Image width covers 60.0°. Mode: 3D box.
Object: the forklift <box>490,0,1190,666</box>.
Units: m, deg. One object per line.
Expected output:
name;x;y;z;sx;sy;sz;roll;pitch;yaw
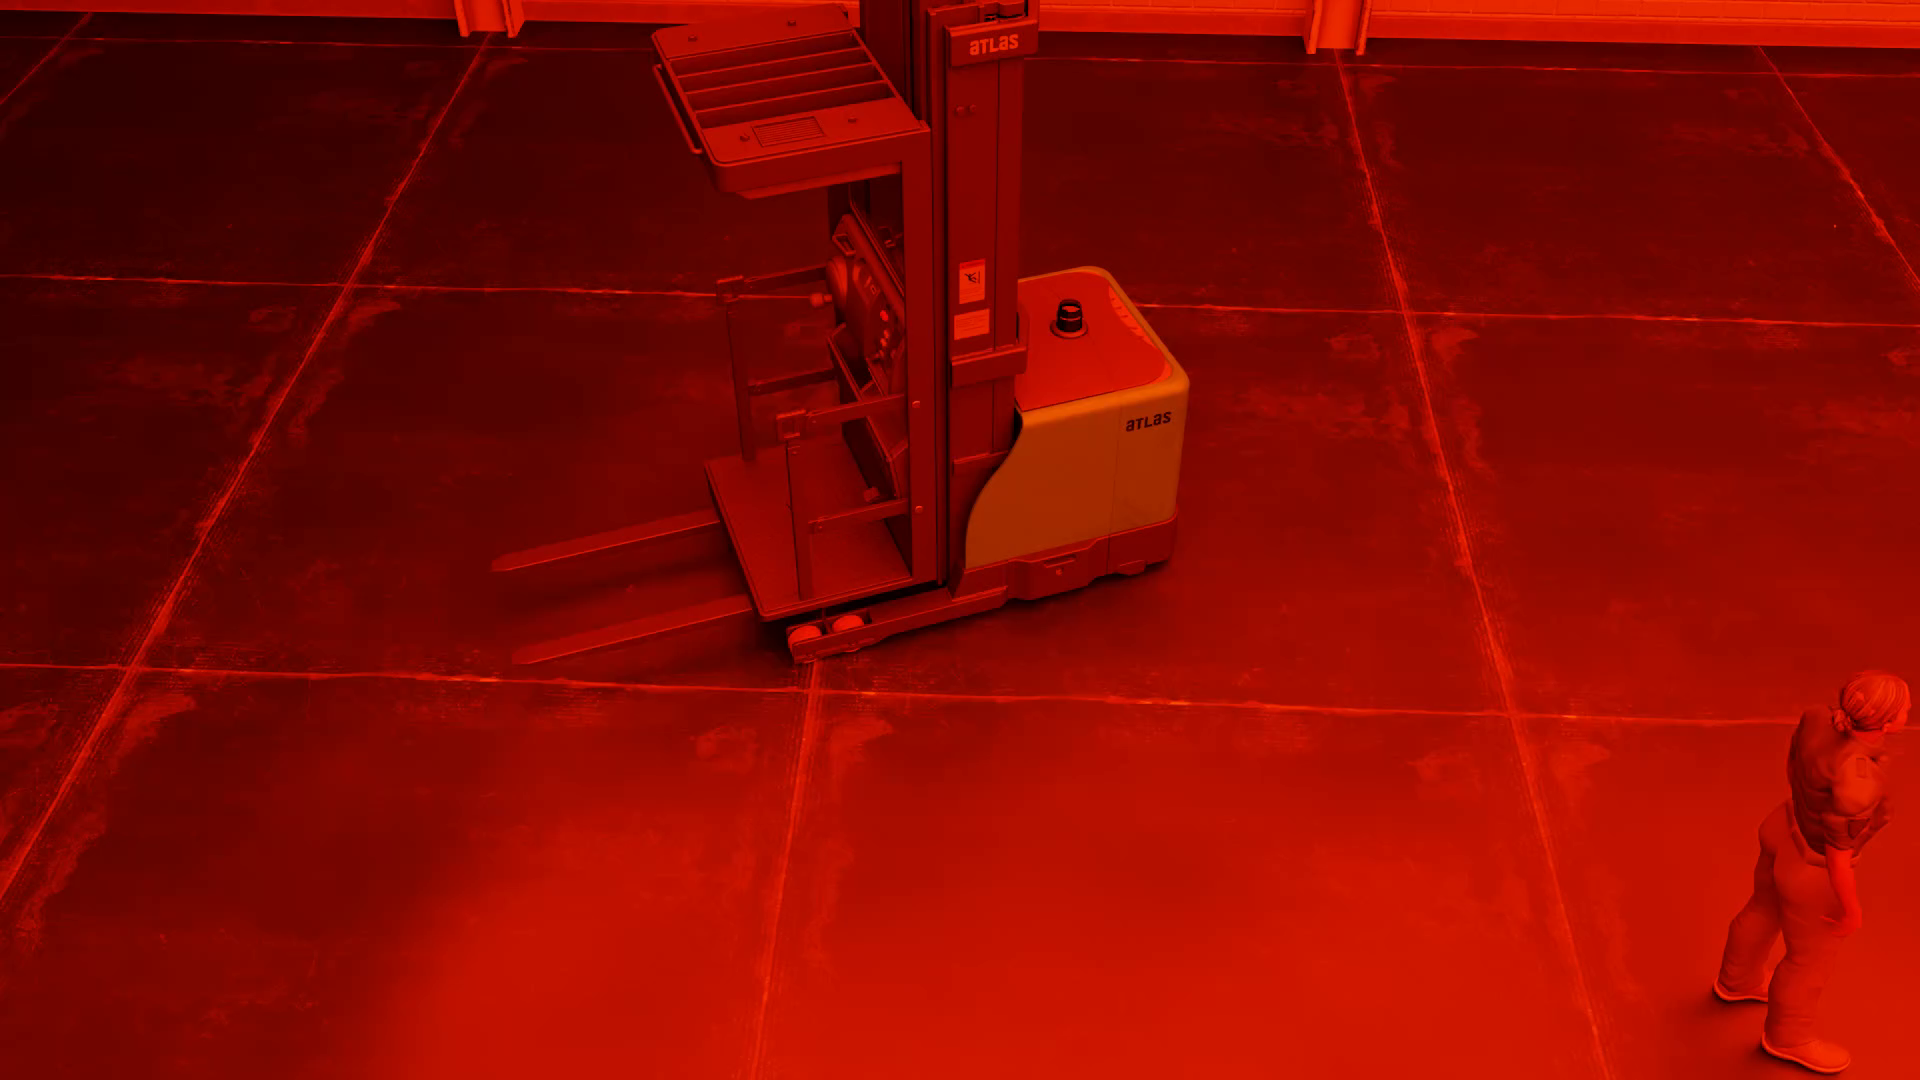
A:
forklift;-0.573;-0.945;6.778;3.031;2.935;1.130;-13;44;-14

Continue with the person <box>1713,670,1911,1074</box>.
person;2.905;1.069;5.507;0.503;1.656;0.569;3;42;3
